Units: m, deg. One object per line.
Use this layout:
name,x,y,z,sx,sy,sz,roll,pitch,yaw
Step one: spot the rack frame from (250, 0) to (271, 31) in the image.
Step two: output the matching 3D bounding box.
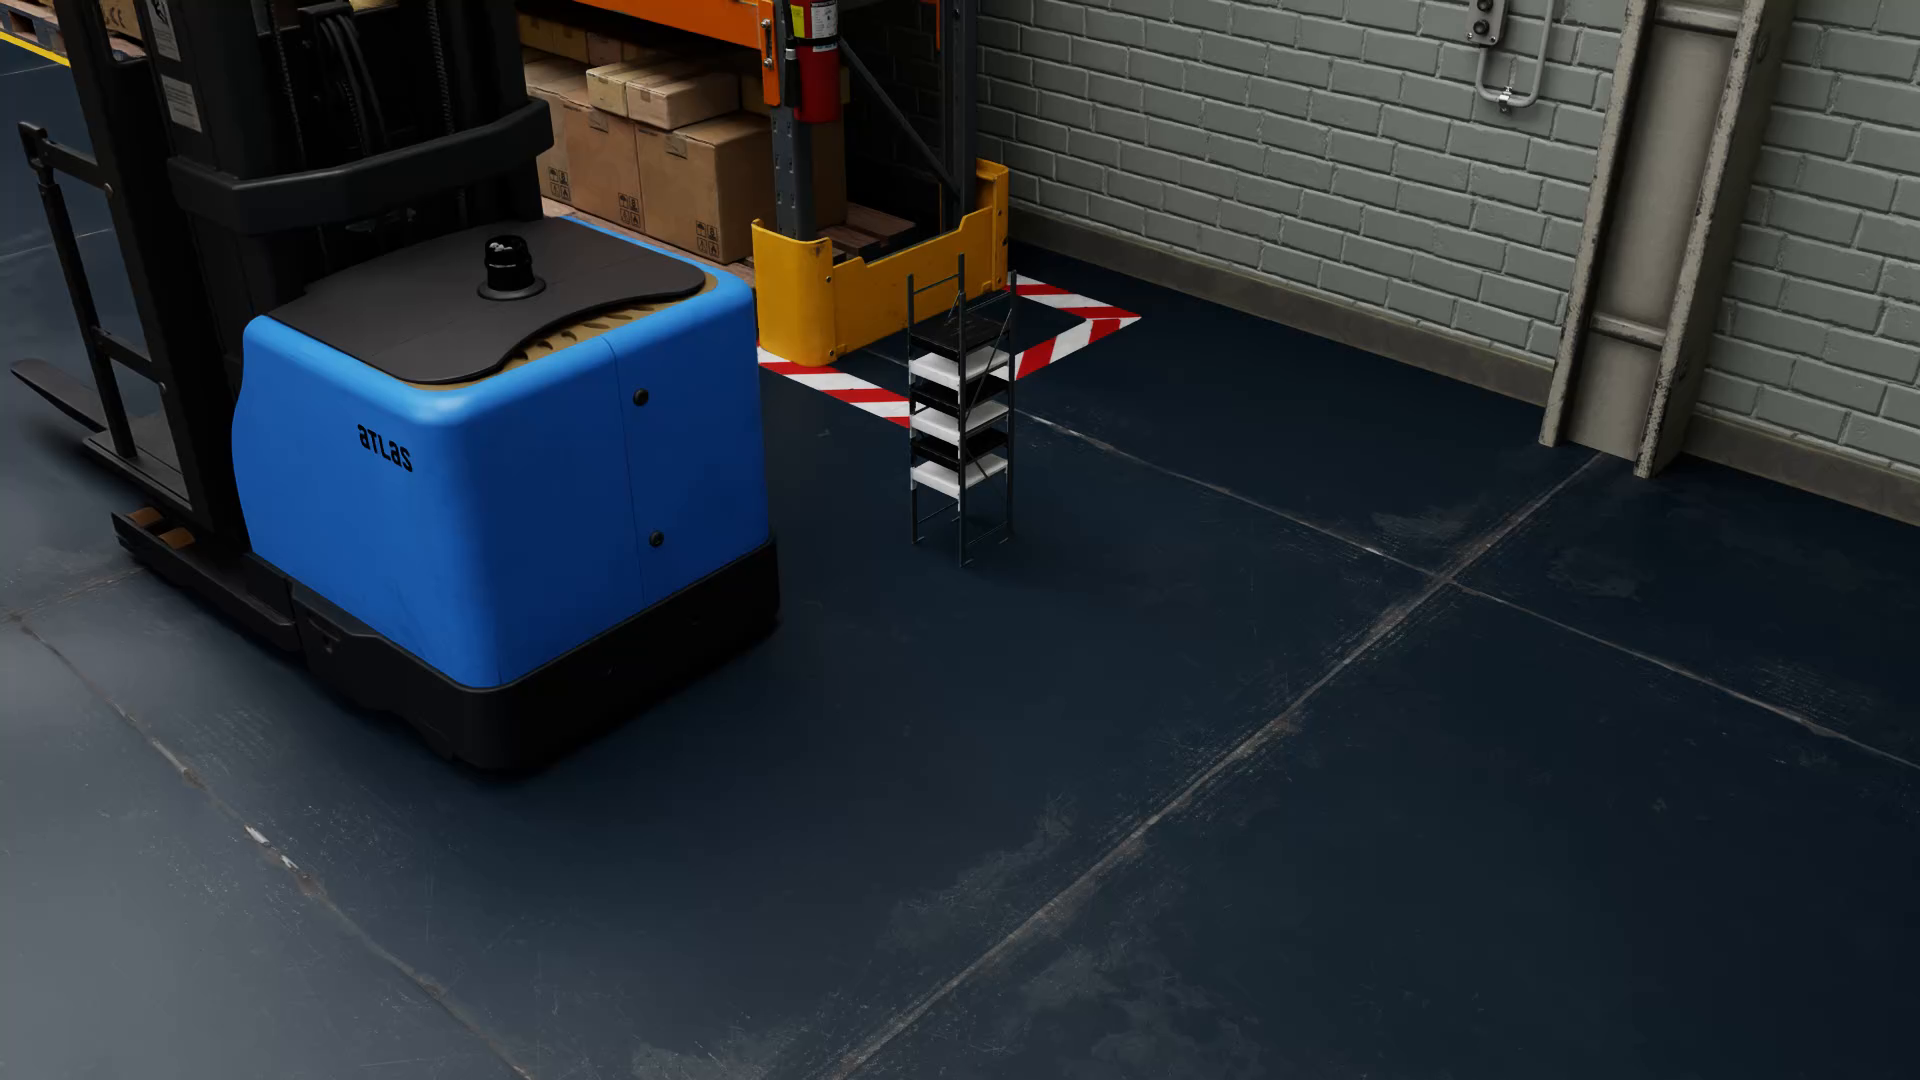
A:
rack frame,-3.276,-3.605,8.330,0.127,3.000,1.000,25,39,35

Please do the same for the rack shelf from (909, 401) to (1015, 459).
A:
rack shelf,0.006,-0.354,5.030,0.200,0.077,0.258,25,39,35

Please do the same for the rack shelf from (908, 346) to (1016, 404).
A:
rack shelf,0.006,-0.508,4.938,0.200,0.077,0.258,25,39,35

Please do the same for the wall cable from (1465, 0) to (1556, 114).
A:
wall cable,1.274,-2.574,5.633,1.851,1.984,0.084,25,39,35

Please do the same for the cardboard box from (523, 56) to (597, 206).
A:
cardboard box,-1.641,-1.880,7.482,0.500,0.500,0.700,24,38,34

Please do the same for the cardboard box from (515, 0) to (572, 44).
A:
cardboard box,-1.990,-2.460,7.815,0.250,0.149,0.380,25,39,36

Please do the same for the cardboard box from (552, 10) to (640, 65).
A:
cardboard box,-1.611,-2.283,7.521,0.250,0.149,0.380,25,39,36

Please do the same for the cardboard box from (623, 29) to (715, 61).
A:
cardboard box,-1.231,-2.106,7.228,0.250,0.149,0.380,25,39,35

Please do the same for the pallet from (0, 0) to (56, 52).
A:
pallet,-5.708,-3.493,10.847,1.213,0.211,1.003,25,39,35

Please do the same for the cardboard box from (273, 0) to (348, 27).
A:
cardboard box,-3.845,-3.039,9.067,0.750,0.750,0.750,26,39,36

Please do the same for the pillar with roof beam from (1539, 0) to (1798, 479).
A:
pillar with roof beam,-0.617,-2.541,0.746,0.400,9.000,9.100,25,39,35

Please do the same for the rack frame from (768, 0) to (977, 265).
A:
rack frame,-0.310,-2.220,6.030,0.127,3.000,1.000,25,39,35

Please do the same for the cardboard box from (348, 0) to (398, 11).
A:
cardboard box,-2.659,-2.505,7.891,0.250,0.149,0.380,27,40,37

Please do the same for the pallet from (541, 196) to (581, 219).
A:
pallet,-1.856,-1.695,7.861,1.213,0.211,1.003,25,39,35

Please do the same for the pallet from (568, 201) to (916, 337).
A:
pallet,-0.956,-1.273,7.159,1.213,0.211,1.003,25,39,35

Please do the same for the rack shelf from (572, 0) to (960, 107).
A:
rack shelf,-1.793,-2.604,7.365,4.000,0.370,1.077,25,39,35

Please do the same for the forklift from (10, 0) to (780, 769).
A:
forklift,-1.969,-1.309,4.582,3.031,2.935,1.130,24,38,34

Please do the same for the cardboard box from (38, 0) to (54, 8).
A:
cardboard box,-5.139,-3.638,10.062,0.750,0.750,0.750,25,39,35

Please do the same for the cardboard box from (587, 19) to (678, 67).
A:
cardboard box,-1.420,-2.194,7.374,0.250,0.149,0.380,26,39,36

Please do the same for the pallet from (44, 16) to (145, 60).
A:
pallet,-4.808,-3.071,10.146,1.213,0.211,1.003,25,39,35

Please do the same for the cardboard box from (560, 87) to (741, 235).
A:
cardboard box,-1.268,-1.707,7.193,0.500,0.500,0.700,25,39,35

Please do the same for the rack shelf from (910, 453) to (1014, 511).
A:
rack shelf,0.006,-0.200,5.123,0.200,0.077,0.258,25,39,35

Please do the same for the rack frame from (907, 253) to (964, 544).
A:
rack frame,-0.069,-0.418,5.072,0.006,0.900,0.240,25,39,35

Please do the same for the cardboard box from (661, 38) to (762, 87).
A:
cardboard box,-1.046,-2.020,7.084,0.250,0.149,0.380,25,39,35

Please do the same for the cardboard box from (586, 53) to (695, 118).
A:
cardboard box,-1.304,-1.874,6.843,0.250,0.149,0.380,26,40,36

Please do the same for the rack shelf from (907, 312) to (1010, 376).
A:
rack shelf,0.006,-0.585,4.891,0.200,0.077,0.258,25,39,35

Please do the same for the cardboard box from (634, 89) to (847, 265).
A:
cardboard box,-0.896,-1.534,6.905,0.500,0.500,0.700,25,39,35

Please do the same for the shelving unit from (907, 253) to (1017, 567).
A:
shelving unit,0.006,-0.383,5.013,0.210,0.900,0.258,25,39,35

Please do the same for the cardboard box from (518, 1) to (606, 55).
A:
cardboard box,-1.798,-2.371,7.667,0.250,0.149,0.380,24,39,34

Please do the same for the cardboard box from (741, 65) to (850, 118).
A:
cardboard box,-0.670,-1.845,6.793,0.250,0.149,0.380,25,39,35

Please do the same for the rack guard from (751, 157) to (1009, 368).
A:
rack guard,-0.293,-1.141,6.661,0.348,0.500,1.175,25,39,35

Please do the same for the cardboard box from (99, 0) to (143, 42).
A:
cardboard box,-4.506,-3.346,9.576,0.750,0.750,0.750,26,40,36

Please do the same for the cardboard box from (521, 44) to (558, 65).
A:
cardboard box,-2.041,-2.062,7.784,0.500,0.500,0.700,26,40,36

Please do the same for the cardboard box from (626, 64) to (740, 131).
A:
cardboard box,-1.114,-1.786,6.696,0.250,0.149,0.380,25,39,35

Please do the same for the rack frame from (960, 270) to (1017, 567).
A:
rack frame,0.081,-0.348,4.955,0.006,0.900,0.240,25,39,35

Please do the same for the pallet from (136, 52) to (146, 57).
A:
pallet,-3.899,-2.648,9.445,1.213,0.211,1.003,25,39,35

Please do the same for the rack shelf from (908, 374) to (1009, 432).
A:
rack shelf,0.006,-0.431,4.984,0.200,0.077,0.258,25,39,35

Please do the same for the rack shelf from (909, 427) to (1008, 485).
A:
rack shelf,0.006,-0.277,5.077,0.200,0.077,0.258,25,39,35

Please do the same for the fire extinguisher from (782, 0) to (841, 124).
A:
fire extinguisher,-0.508,-1.799,5.766,0.183,0.674,0.296,25,39,35
